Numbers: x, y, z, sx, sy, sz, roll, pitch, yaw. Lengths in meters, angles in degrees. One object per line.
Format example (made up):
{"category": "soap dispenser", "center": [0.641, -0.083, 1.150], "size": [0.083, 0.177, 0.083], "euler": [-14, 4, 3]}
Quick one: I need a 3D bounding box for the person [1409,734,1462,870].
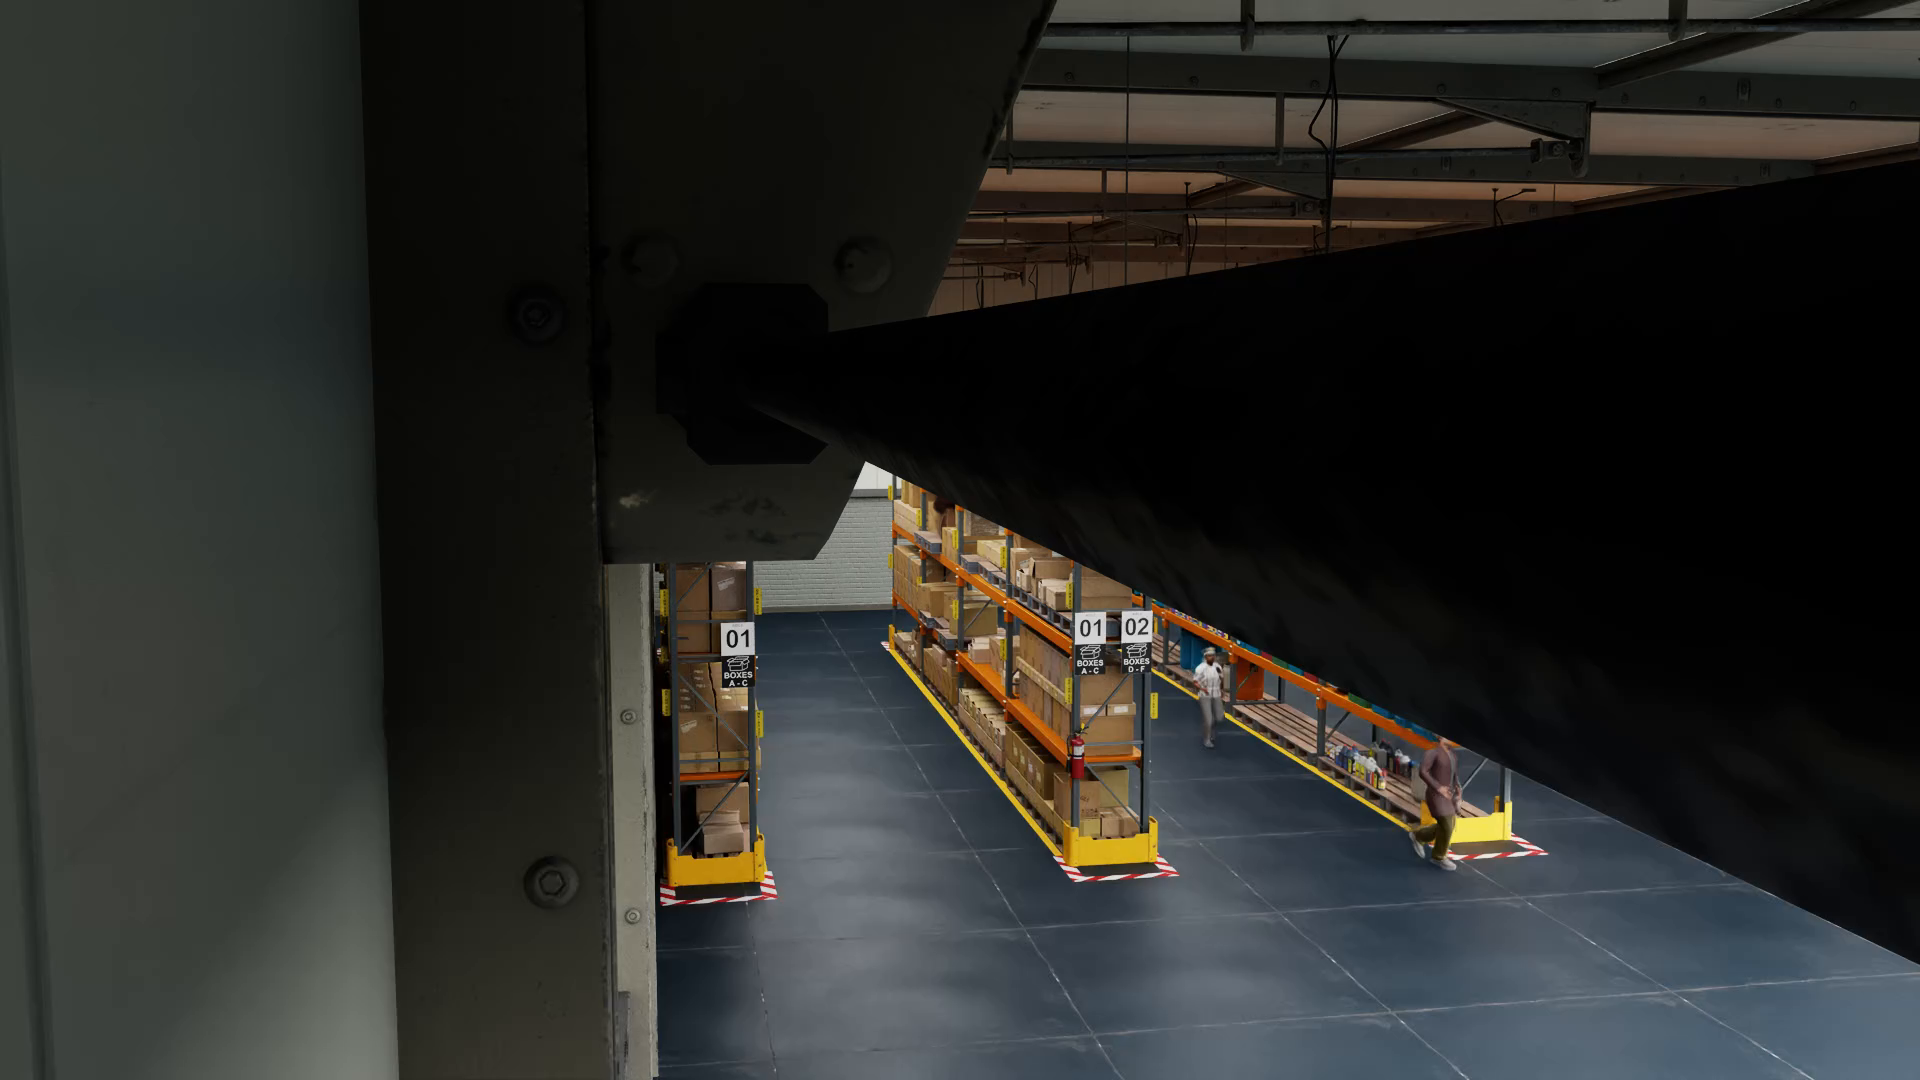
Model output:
{"category": "person", "center": [5.980, 3.211, 20.902], "size": [0.694, 1.748, 0.734], "euler": [6, 8, 42]}

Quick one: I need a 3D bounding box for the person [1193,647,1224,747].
{"category": "person", "center": [4.106, 2.567, 27.218], "size": [0.571, 1.653, 0.550], "euler": [-1, 6, -12]}
